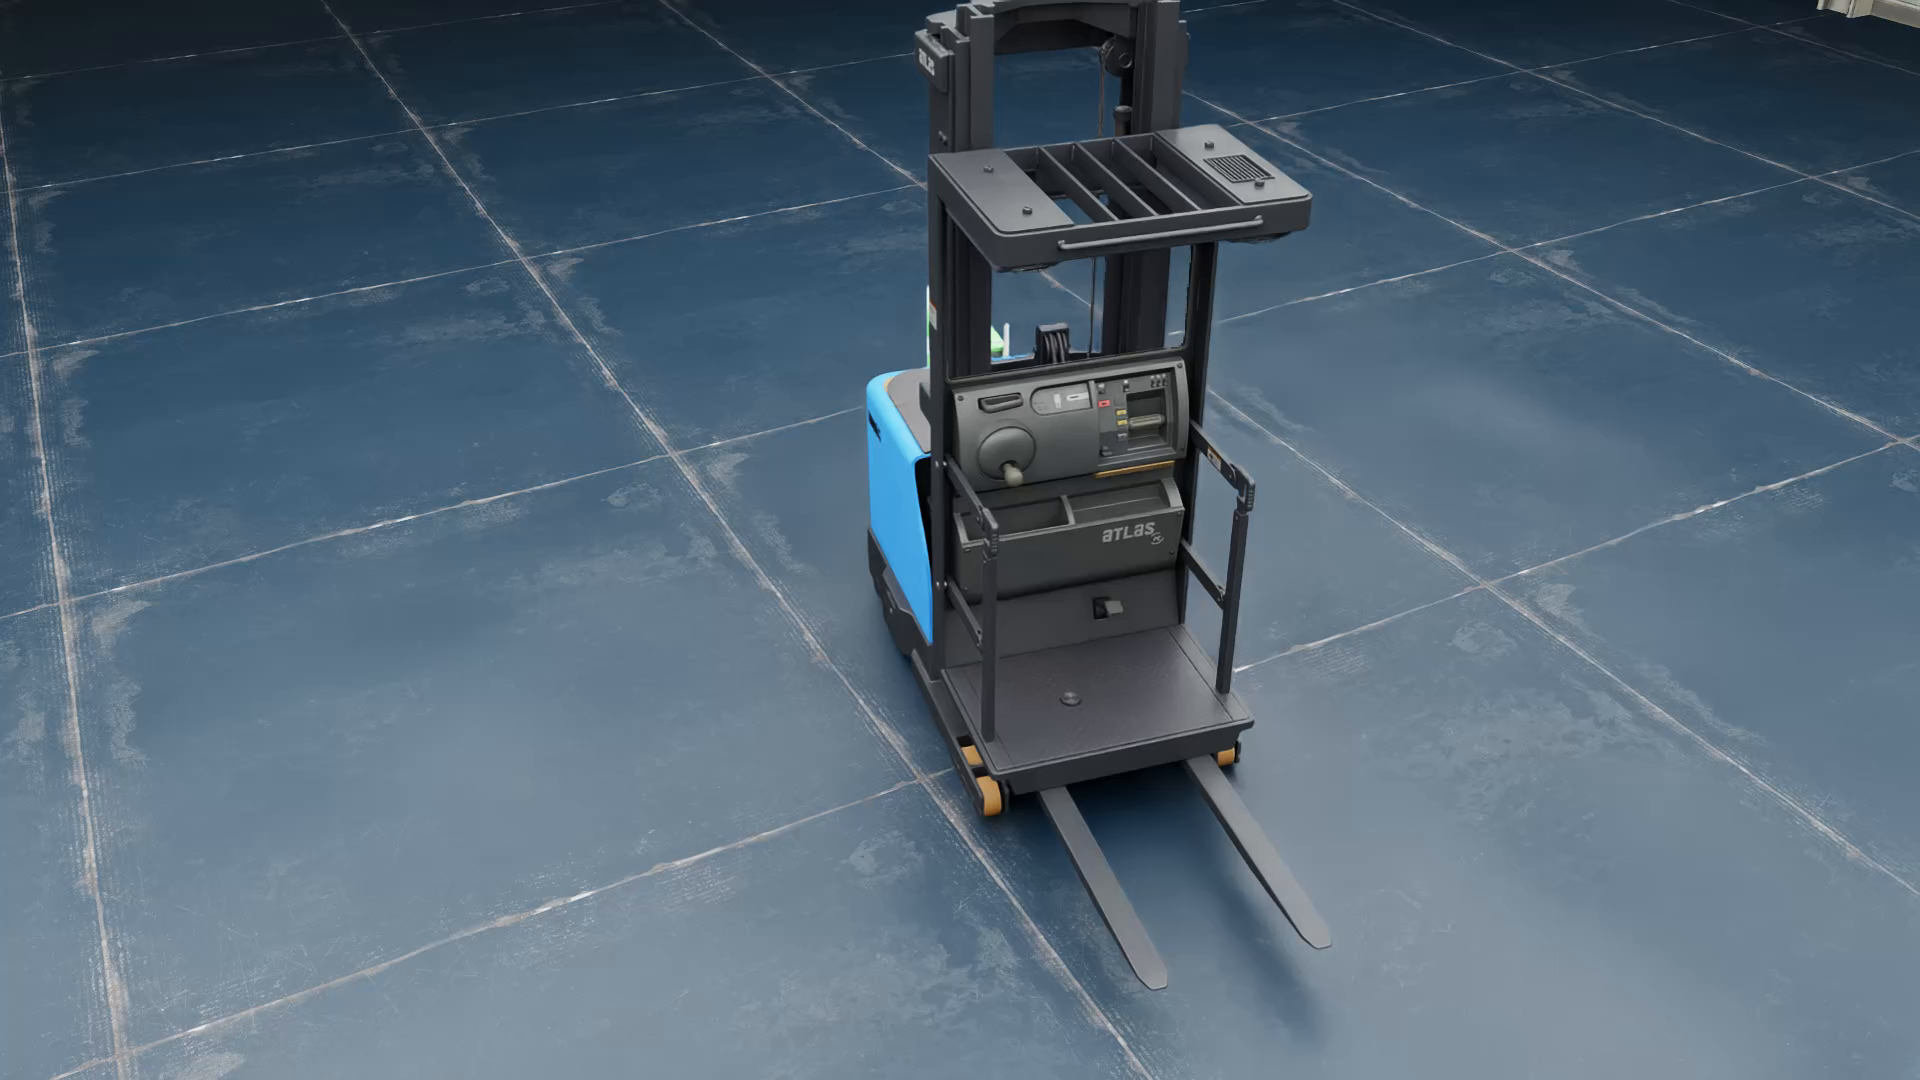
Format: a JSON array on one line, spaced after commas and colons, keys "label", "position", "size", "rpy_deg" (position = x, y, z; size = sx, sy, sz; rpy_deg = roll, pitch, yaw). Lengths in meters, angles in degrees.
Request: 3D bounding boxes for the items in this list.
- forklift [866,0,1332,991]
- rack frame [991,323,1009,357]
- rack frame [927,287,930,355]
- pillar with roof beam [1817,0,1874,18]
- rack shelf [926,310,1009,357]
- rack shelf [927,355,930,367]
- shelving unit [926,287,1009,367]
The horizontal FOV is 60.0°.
[{"label": "forklift", "position": [0.497, -0.387, 6.137], "size": [1.130, 2.935, 3.031], "rpy_deg": [-10, 34, -15]}, {"label": "rack frame", "position": [0.105, -0.460, 7.856], "size": [0.240, 1.200, 0.015], "rpy_deg": [-10, 34, -15]}, {"label": "rack frame", "position": [-0.041, -0.711, 8.248], "size": [0.240, 1.200, 0.015], "rpy_deg": [-10, 34, -15]}, {"label": "pillar with roof beam", "position": [4.899, -7.915, 12.263], "size": [9.100, 9.000, 0.400], "rpy_deg": [-16, 36, -23]}, {"label": "rack shelf", "position": [0.032, -0.936, 7.828], "size": [0.258, 0.148, 0.480], "rpy_deg": [-10, 34, -15]}, {"label": "rack shelf", "position": [0.032, -0.734, 7.957], "size": [0.258, 0.148, 0.480], "rpy_deg": [-10, 34, -15]}, {"label": "shelving unit", "position": [0.032, -0.586, 8.052], "size": [0.258, 1.200, 0.503], "rpy_deg": [-10, 34, -15]}]
